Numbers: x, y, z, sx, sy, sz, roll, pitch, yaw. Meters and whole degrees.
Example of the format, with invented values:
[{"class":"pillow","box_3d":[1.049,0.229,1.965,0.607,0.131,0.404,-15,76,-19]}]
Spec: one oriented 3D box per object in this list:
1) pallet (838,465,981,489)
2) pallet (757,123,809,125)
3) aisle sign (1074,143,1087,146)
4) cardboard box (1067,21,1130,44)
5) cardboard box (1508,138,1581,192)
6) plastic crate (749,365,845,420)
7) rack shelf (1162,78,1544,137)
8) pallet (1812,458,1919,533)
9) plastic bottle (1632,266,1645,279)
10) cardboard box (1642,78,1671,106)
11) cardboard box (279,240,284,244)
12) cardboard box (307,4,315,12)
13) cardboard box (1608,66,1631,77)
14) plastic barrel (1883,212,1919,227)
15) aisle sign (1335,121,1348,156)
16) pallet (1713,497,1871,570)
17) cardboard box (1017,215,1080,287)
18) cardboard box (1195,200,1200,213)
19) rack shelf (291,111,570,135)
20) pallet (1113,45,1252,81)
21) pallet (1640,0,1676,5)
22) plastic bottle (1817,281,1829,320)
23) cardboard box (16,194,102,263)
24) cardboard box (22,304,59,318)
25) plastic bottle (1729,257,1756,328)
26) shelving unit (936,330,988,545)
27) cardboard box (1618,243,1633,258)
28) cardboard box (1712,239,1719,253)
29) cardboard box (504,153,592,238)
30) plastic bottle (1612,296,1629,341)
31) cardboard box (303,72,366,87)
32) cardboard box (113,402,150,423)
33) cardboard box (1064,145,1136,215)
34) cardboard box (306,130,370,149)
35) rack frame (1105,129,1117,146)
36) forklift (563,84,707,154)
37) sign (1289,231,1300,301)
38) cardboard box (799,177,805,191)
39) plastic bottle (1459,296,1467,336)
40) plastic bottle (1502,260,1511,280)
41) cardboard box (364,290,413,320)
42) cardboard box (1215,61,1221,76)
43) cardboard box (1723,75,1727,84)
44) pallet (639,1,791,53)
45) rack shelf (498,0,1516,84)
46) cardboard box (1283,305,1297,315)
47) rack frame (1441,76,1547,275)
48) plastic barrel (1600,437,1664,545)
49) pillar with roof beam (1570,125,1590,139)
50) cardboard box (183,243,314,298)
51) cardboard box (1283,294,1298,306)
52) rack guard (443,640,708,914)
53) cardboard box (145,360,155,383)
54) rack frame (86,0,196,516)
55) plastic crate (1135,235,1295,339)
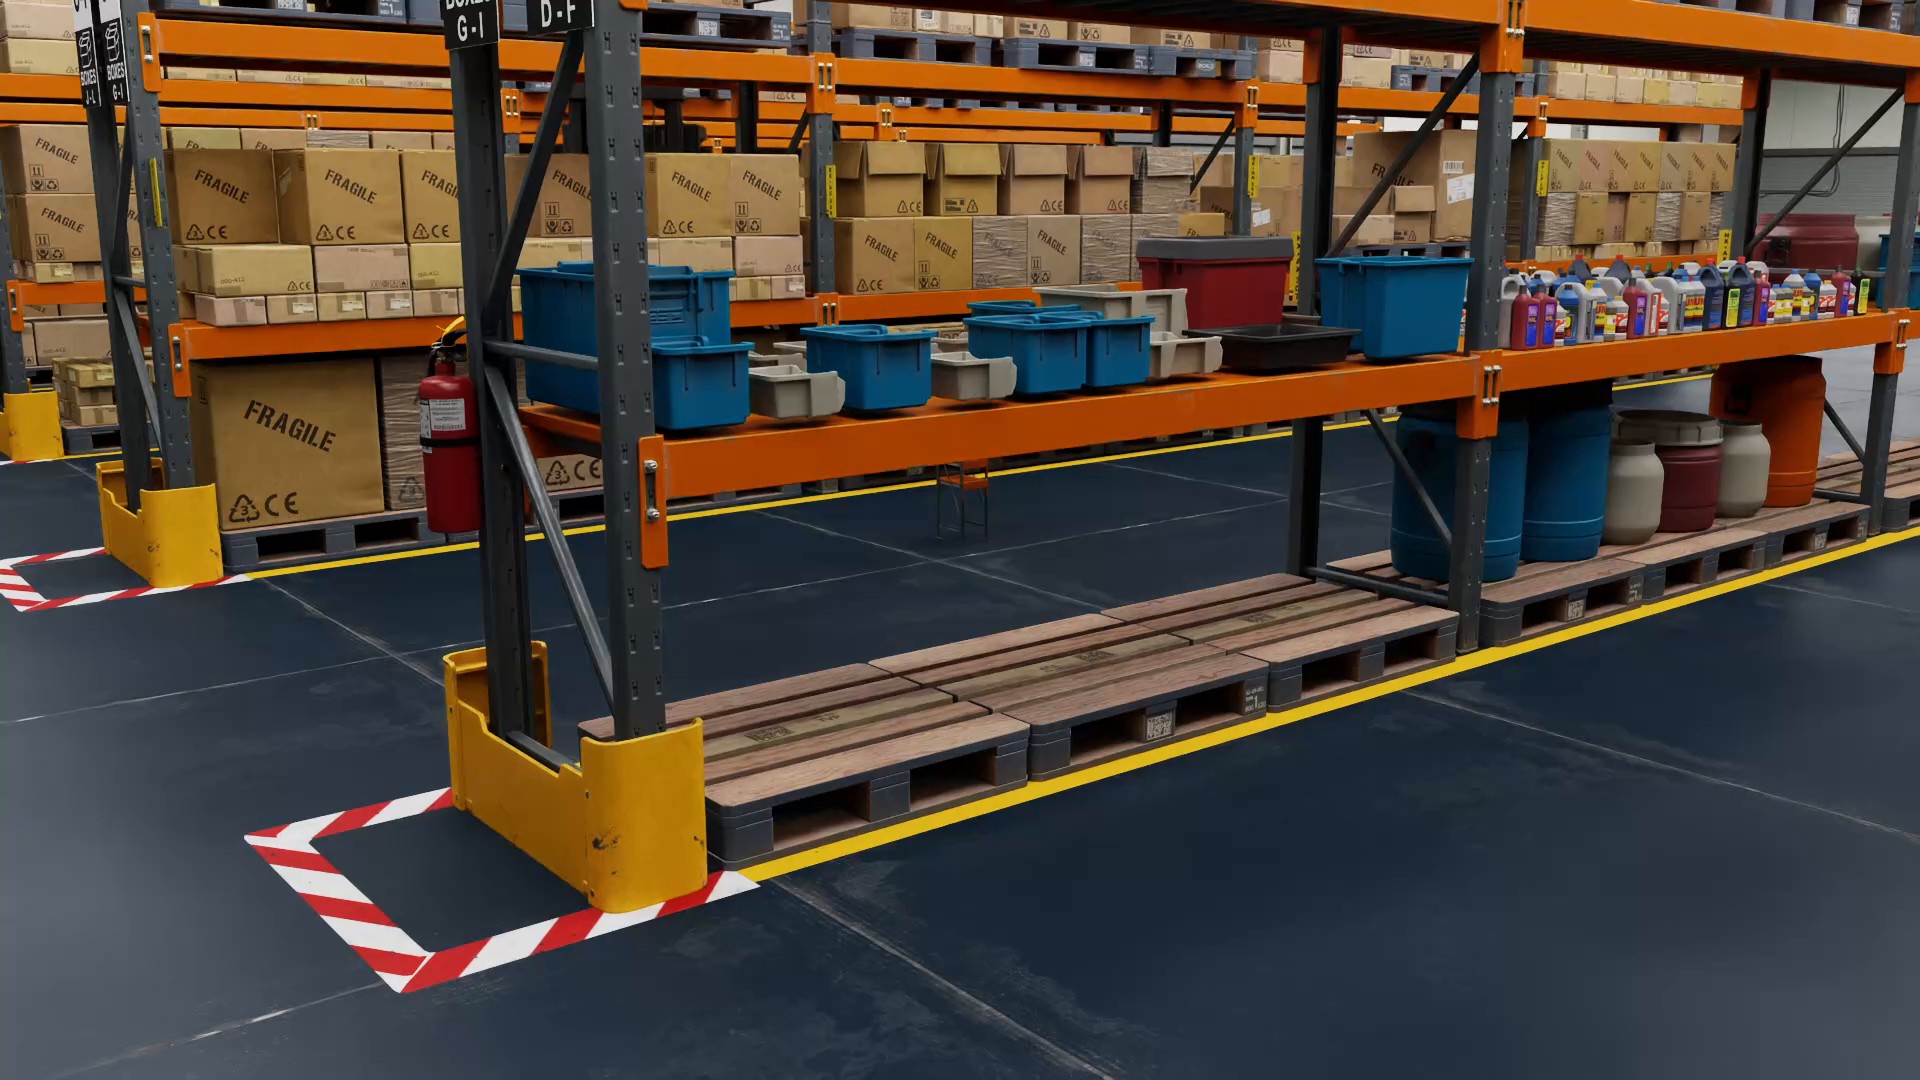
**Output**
[{"class":"pallet","box_3d":[-0.617,-0.603,11.961,1.213,0.211,1.003,-9,15,-38]},{"class":"pallet","box_3d":[-2.473,-5.678,22.377,1.003,0.211,1.213,-9,15,-38]},{"class":"aisle sign","box_3d":[1.862,-6.349,26.050,0.004,0.787,0.394,-9,15,-38]},{"class":"cardboard box","box_3d":[0.901,-3.878,12.199,0.500,0.500,0.500,-8,15,-35]},{"class":"cardboard box","box_3d":[5.585,-3.594,15.967,0.500,0.500,0.500,-9,15,-38]},{"class":"plastic crate","box_3d":[-0.501,-0.440,4.968,0.298,0.136,0.250,-9,15,-38]},{"class":"rack shelf","box_3d":[3.513,-3.749,14.572,4.000,0.370,1.077,-9,15,-38]},{"class":"pallet","box_3d":[5.674,-0.301,10.537,1.213,0.211,1.003,-9,15,-38]},{"class":"plastic bottle","box_3d":[3.752,-1.386,9.244,0.097,0.271,0.097,0,12,0]},{"class":"cardboard box","box_3d":[6.797,-4.506,16.766,0.500,0.250,0.500,-10,15,-39]},{"class":"cardboard box","box_3d":[-3.687,-1.580,9.491,0.500,0.250,0.500,-10,15,-39]},{"class":"cardboard box","box_3d":[-5.259,-4.249,13.394,0.250,0.149,0.380,-10,15,-38]},{"class":"cardboard box","box_3d":[6.338,-4.611,16.300,0.250,0.149,0.380,-10,15,-39]},{"class":"plastic barrel","box_3d":[6.374,-1.916,11.104,0.433,0.535,0.433,0,12,0]},{"class":"aisle sign","box_3d":[5.046,-5.559,22.328,0.004,0.787,0.394,-9,15,-38]},{"class":"pallet","box_3d":[4.456,-0.098,9.580,1.213,0.211,1.003,-9,15,-38]},{"class":"cardboard box","box_3d":[0.526,-2.121,12.156,0.500,0.500,0.500,-9,15,-37]},{"class":"cardboard box","box_3d":[2.751,-3.909,20.454,0.550,0.550,0.875,-9,15,-38]},{"class":"rack shelf","box_3d":[-5.801,-4.837,19.697,4.000,0.370,1.077,-9,15,-38]},{"class":"pallet","box_3d":[1.481,-3.657,12.861,1.003,0.211,1.213,-9,15,-35]},{"class":"pallet","box_3d":[2.473,-2.544,7.621,1.003,0.211,1.213,-9,15,-38]},{"class":"plastic bottle","box_3d":[4.638,-1.297,8.994,0.097,0.201,0.097,0,12,0]},{"class":"cardboard box","box_3d":[-6.792,-2.361,12.571,0.500,0.500,0.500,-9,15,-35]},{"class":"cardboard box","box_3d":[-11.887,-2.951,21.314,0.500,0.500,0.500,-9,15,-37]},{"class":"plastic bottle","box_3d":[3.953,-1.263,8.472,0.185,0.351,0.144,-9,15,-38]},{"class":"shelving unit","box_3d":[0.011,-0.589,9.513,0.189,1.200,0.258,-9,15,-38]},{"class":"cardboard box","box_3d":[6.593,-2.946,16.886,0.250,0.149,0.380,-9,15,-38]},{"class":"cardboard box","box_3d":[8.104,-3.219,18.170,0.250,0.149,0.380,-9,15,-38]},{"class":"cardboard box","box_3d":[-2.499,-2.142,10.335,0.500,0.500,0.500,-10,16,-39]},{"class":"plastic bottle","box_3d":[3.067,-1.036,7.764,0.097,0.201,0.097,0,12,0]},{"class":"cardboard box","box_3d":[-5.200,-3.830,13.584,0.500,0.250,0.500,-10,15,-38]},{"class":"cardboard box","box_3d":[-6.553,-1.028,13.099,0.250,0.149,0.380,-10,15,-38]},{"class":"cardboard box","box_3d":[0.859,-2.737,12.642,0.637,0.503,0.797,-9,15,-36]},{"class":"cardboard box","box_3d":[-5.199,-3.119,13.732,0.500,0.500,0.500,-9,15,-36]},{"class":"rack frame","box_3d":[2.055,-3.711,19.882,0.127,3.000,1.000,-9,15,-38]},{"class":"forklift","box_3d":[-2.667,-2.400,13.876,1.130,2.935,3.031,-1,12,-4]},{"class":"sign","box_3d":[1.580,-1.276,7.752,0.005,0.325,0.100,-9,15,-38]},{"class":"cardboard box","box_3d":[-2.127,-4.672,22.444,0.500,0.500,0.500,-9,15,-36]},{"class":"plastic bottle","box_3d":[2.405,-1.088,8.007,0.097,0.201,0.097,0,12,0]},{"class":"plastic bottle","box_3d":[2.670,-1.200,8.179,0.185,0.351,0.144,-9,15,-38]},{"class":"cardboard box","box_3d":[-3.210,-1.306,9.164,0.250,0.149,0.380,-10,15,-39]},{"class":"cardboard box","box_3d":[2.169,-3.869,13.769,0.500,0.250,0.500,-9,15,-38]},{"class":"cardboard box","box_3d":[7.899,-4.900,17.661,0.250,0.149,0.380,-10,16,-39]},{"class":"pallet","box_3d":[-1.818,-3.174,10.348,1.213,0.211,1.003,-9,15,-38]},{"class":"rack shelf","box_3d":[0.360,-1.907,5.900,4.000,0.370,1.077,-9,15,-38]},{"class":"cardboard box","box_3d":[2.863,-1.895,14.487,0.500,0.250,0.500,-7,14,-31]},{"class":"rack frame","box_3d":[5.075,-2.893,16.031,0.127,3.000,1.000,-9,15,-38]},{"class":"plastic barrel","box_3d":[3.407,-0.259,8.603,0.421,0.512,0.421,0,12,0]},{"class":"pillar with roof beam","box_3d":[19.227,-11.230,40.852,0.548,9.000,9.100,-9,15,-38]},{"class":"cardboard box","box_3d":[-3.752,-1.426,8.770,0.500,0.250,0.500,-10,16,-39]},{"class":"cardboard box","box_3d":[4.004,-3.182,21.499,0.875,0.875,0.875,-10,15,-39]},{"class":"rack guard","box_3d":[-1.212,0.695,5.150,0.348,0.500,1.175,-9,15,-38]},{"class":"cardboard box","box_3d":[-6.277,-1.335,13.116,0.250,0.149,0.380,-9,15,-38]},{"class":"rack frame","box_3d":[-4.296,-1.336,8.698,0.127,3.000,1.000,-9,15,-38]},{"class":"plastic crate","box_3d":[1.068,-1.037,6.992,0.583,0.464,0.402,-9,15,-38]}]
